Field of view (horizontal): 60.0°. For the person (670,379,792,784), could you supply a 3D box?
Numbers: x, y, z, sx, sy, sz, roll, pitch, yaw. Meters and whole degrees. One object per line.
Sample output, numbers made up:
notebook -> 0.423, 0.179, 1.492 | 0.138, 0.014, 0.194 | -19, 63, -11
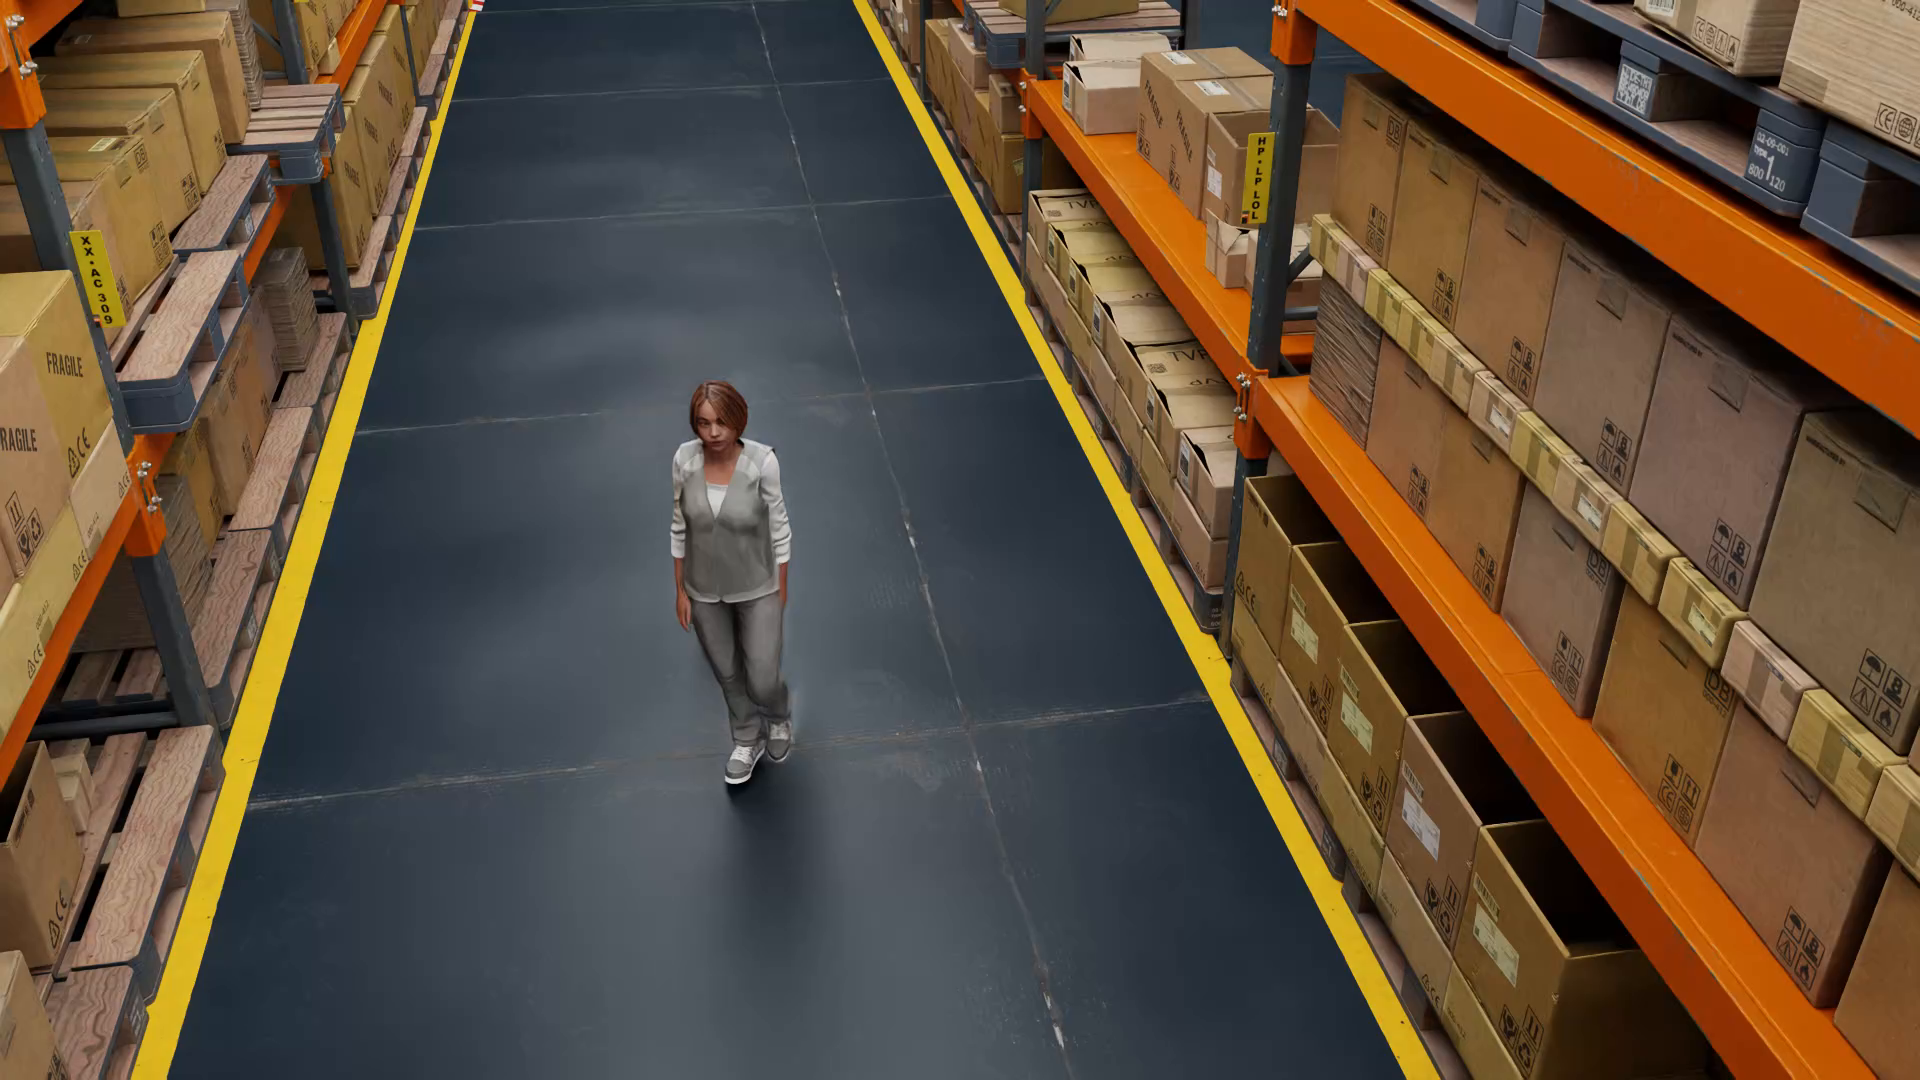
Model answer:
person -> -0.790, 0.177, 5.812 | 0.405, 1.574, 0.414 | 5, 31, 7
